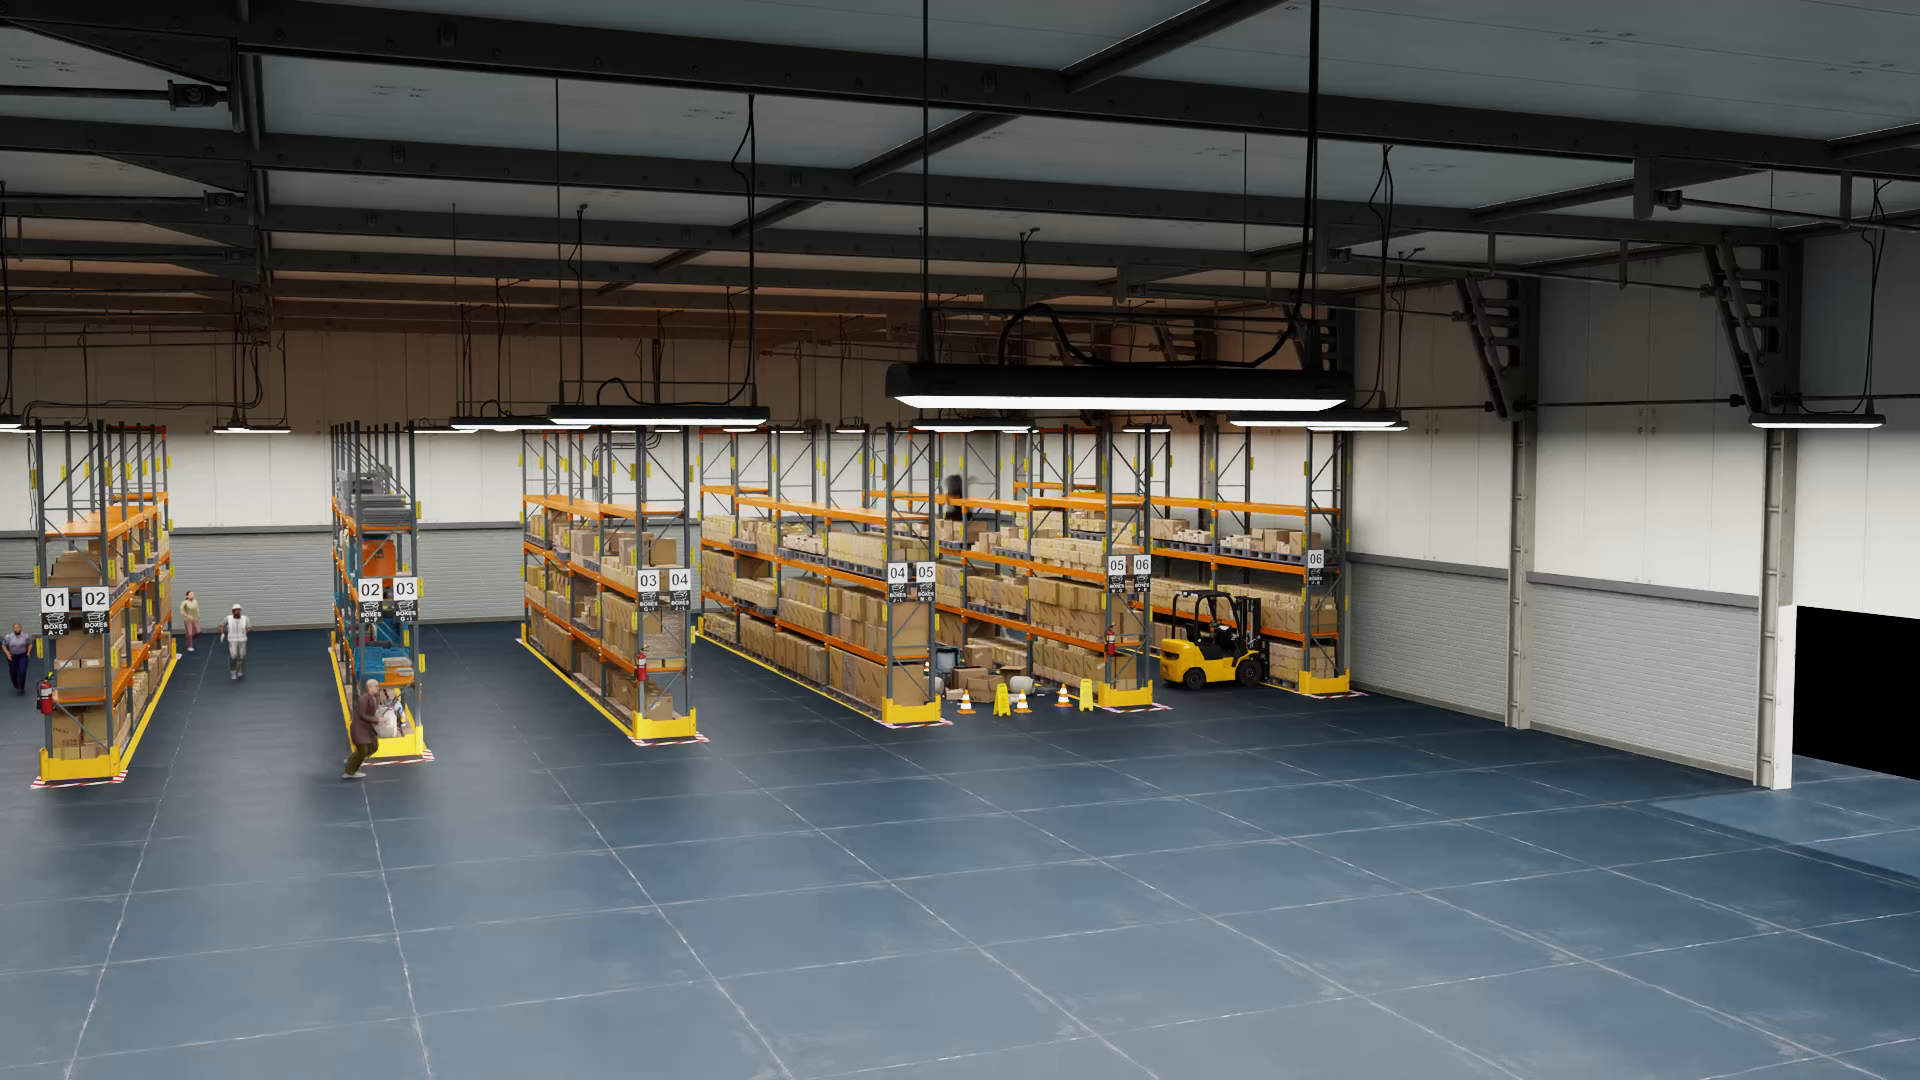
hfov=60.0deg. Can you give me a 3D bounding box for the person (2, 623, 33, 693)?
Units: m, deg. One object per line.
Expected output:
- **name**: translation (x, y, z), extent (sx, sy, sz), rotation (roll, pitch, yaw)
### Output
- **person**: translation (-21.027, 2.625, 37.111), extent (0.606, 1.572, 0.592), rotation (-2, 4, -30)

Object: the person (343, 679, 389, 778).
- **person**: translation (-9.949, 3.152, 27.835), extent (0.812, 1.666, 0.699), rotation (0, 4, -1)

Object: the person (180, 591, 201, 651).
- **person**: translation (-20.494, 2.149, 44.322), extent (0.582, 1.618, 0.562), rotation (3, 4, 38)

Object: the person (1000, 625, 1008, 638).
- **person**: translation (1.016, 2.047, 45.879), extent (0.562, 1.639, 0.948), rotation (-2, 4, -29)

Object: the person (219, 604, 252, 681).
- **person**: translation (-16.948, 2.399, 38.967), extent (0.682, 1.793, 0.710), rotation (-2, 4, -31)
